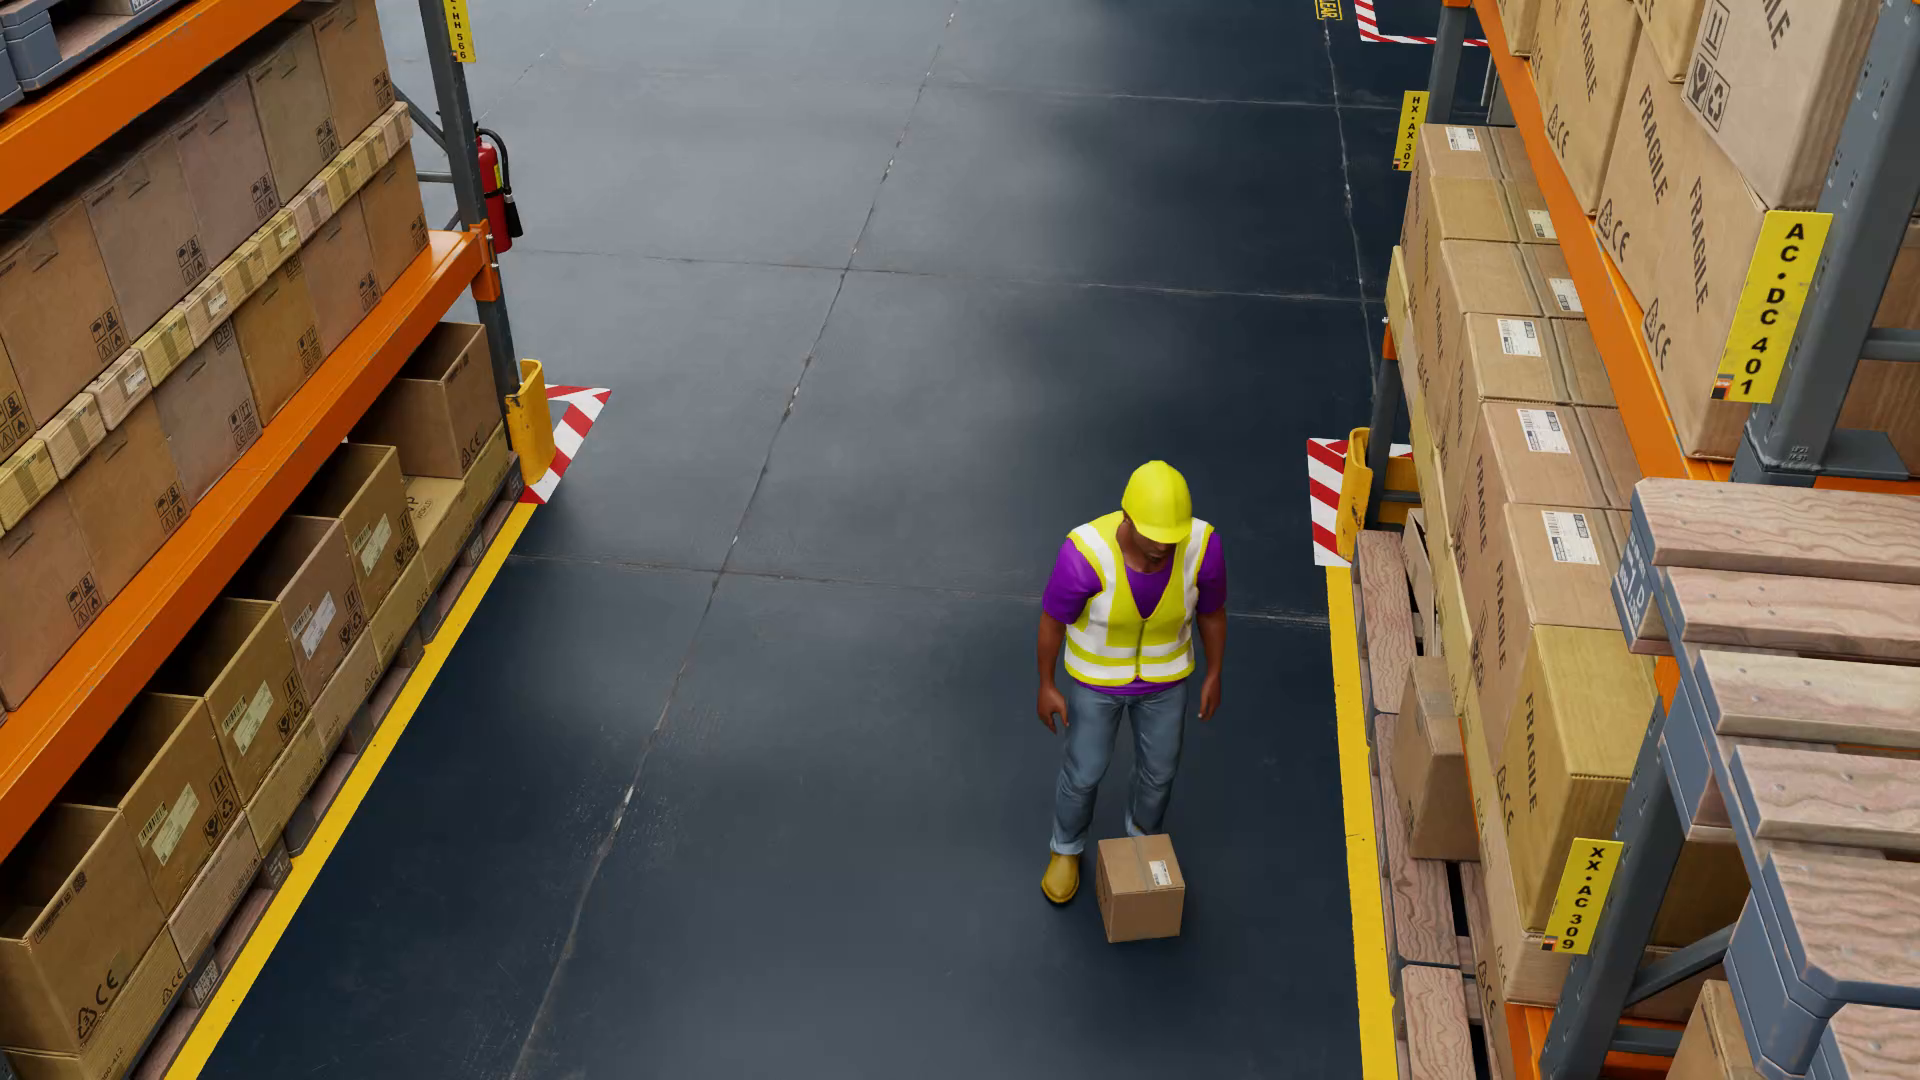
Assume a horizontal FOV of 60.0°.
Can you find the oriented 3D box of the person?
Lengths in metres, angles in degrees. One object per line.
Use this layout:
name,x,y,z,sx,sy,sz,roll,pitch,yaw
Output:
person,0.564,0.467,5.488,0.632,1.760,0.463,-4,36,-5
